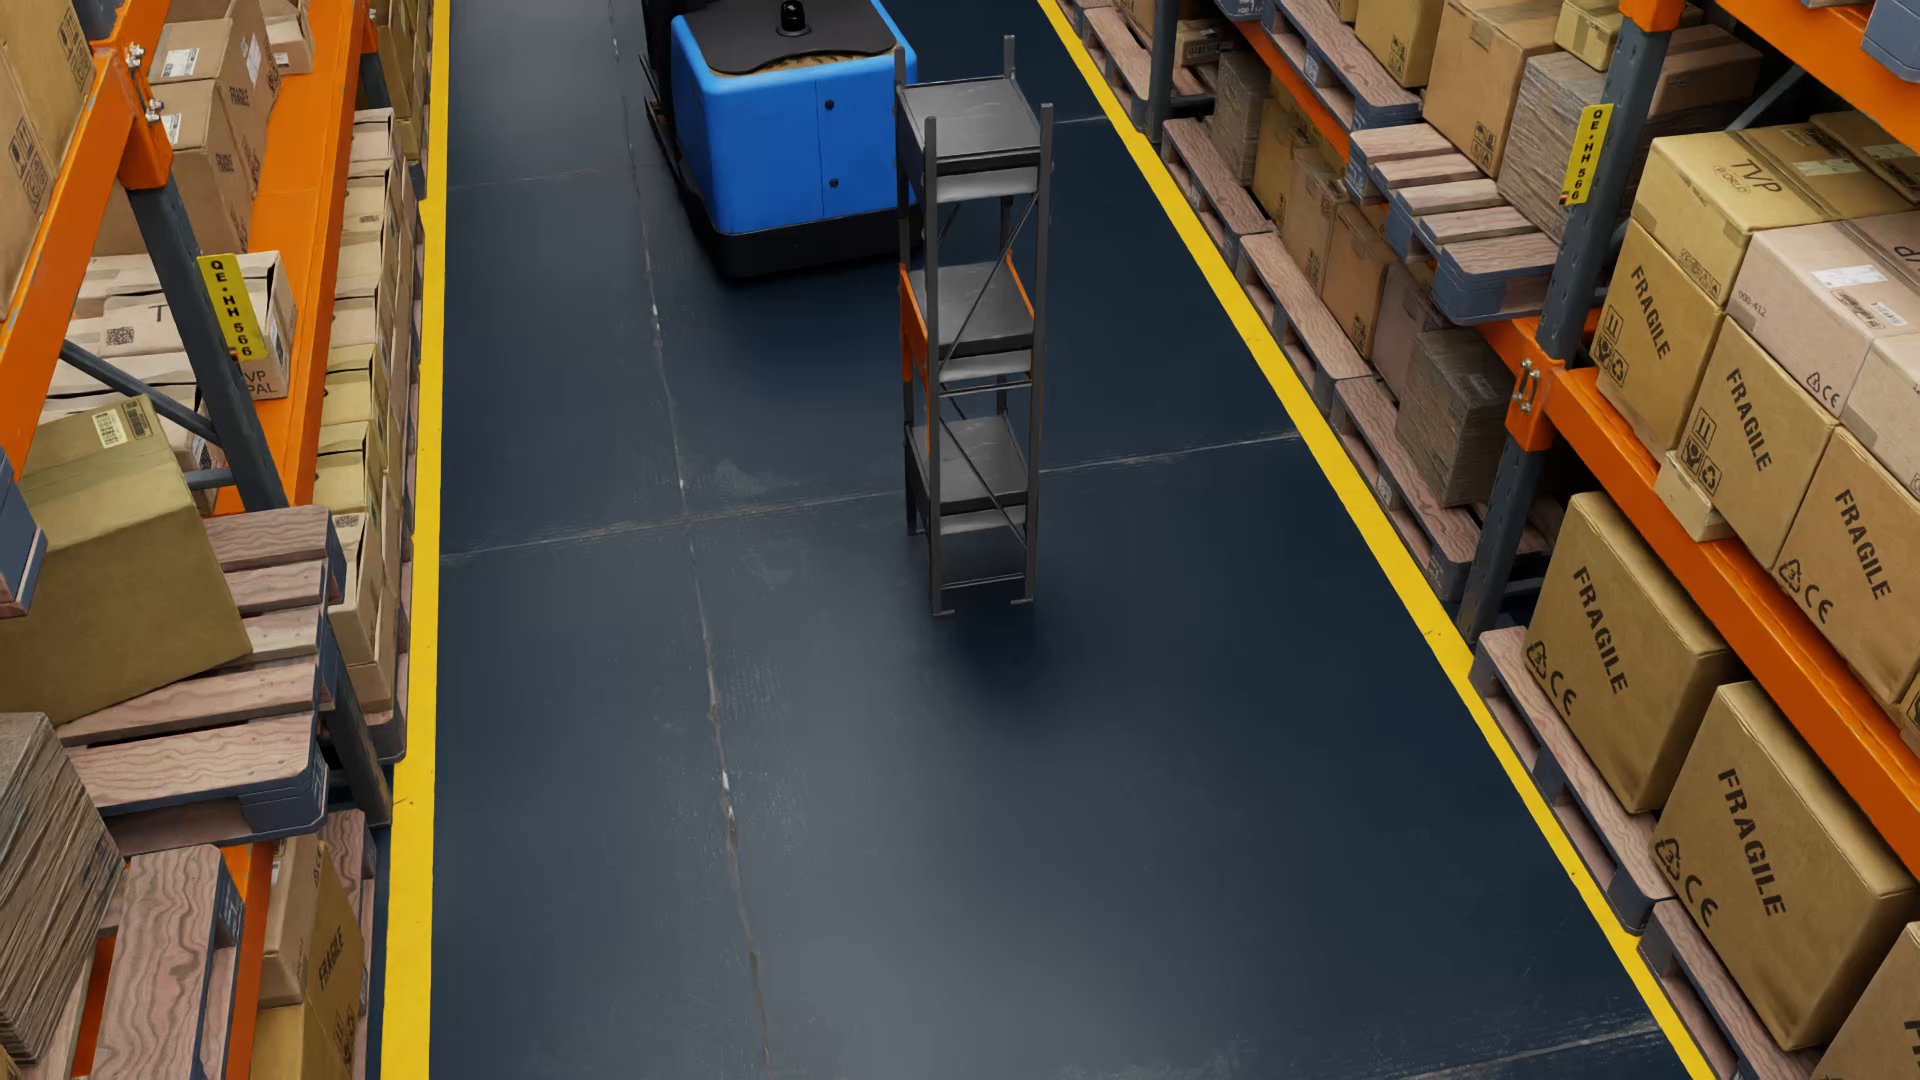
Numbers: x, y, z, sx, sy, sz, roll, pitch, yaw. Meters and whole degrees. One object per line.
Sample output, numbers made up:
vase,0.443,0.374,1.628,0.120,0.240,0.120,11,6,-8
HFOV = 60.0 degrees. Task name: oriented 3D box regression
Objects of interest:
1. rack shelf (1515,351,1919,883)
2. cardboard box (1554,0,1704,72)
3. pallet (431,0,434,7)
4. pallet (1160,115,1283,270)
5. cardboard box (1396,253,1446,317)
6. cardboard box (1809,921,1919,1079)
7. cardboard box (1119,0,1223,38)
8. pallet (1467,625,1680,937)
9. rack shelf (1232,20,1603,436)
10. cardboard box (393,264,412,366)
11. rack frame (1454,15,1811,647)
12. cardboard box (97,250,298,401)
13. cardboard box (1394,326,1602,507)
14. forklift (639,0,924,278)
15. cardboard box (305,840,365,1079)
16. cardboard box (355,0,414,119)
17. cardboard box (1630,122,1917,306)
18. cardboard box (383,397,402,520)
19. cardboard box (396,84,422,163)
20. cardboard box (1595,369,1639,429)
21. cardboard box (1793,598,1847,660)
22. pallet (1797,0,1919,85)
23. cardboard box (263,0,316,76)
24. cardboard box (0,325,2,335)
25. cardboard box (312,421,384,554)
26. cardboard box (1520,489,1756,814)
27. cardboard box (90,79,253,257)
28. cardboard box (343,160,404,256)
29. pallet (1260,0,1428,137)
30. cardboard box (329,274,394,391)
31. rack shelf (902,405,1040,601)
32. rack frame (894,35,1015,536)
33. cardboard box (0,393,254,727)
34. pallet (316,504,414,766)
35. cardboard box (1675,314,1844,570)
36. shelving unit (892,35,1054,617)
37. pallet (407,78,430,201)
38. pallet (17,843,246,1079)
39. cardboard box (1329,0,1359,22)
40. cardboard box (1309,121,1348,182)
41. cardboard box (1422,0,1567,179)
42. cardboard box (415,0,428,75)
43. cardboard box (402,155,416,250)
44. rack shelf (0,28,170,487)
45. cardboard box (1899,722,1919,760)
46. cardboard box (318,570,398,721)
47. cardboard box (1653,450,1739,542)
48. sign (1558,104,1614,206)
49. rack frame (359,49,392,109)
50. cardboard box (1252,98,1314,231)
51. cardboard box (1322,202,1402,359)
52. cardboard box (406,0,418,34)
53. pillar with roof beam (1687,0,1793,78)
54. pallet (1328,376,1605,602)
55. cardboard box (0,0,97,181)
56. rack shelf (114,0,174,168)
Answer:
rack shelf,2.833,0.735,4.205,1.077,0.370,4.000,-8,42,-9
cardboard box,2.213,-1.701,5.511,0.380,0.149,0.250,-15,44,-16
pallet,-3.956,-3.772,10.840,1.003,0.211,1.213,-8,42,-9
pallet,1.707,-1.876,8.705,1.003,0.211,1.213,-8,42,-9
cardboard box,2.133,-1.178,6.805,0.500,0.250,0.500,-8,42,-8
cardboard box,2.802,1.431,4.182,0.750,0.750,0.750,-7,42,-8
cardboard box,1.274,-3.320,9.782,0.500,0.500,0.500,-11,43,-12
pallet,2.497,0.734,5.764,1.003,0.211,1.213,-8,42,-9
rack shelf,1.969,-1.858,7.125,1.077,0.370,4.000,-8,42,-9
cardboard box,-2.708,-0.953,7.319,0.500,0.250,0.500,-7,42,-8
rack frame,2.401,-0.831,5.426,1.000,3.000,0.127,-8,42,-9
cardboard box,-2.439,-0.693,5.338,0.500,0.311,0.500,-9,42,-10
cardboard box,2.195,-0.520,6.627,0.700,0.500,0.500,-8,42,-9
forklift,-1.128,-3.359,8.326,1.130,2.935,3.031,-12,43,-14
cardboard box,-2.004,1.225,4.663,0.500,0.500,0.500,-7,42,-8
cardboard box,-3.093,-2.466,8.458,0.500,0.500,0.500,-8,42,-9
cardboard box,2.253,-0.917,4.645,0.500,0.250,0.500,-7,42,-8
cardboard box,-2.489,-0.291,6.573,0.500,0.250,0.500,-9,42,-10
cardboard box,-3.103,-2.184,8.706,0.500,0.250,0.500,-8,42,-9
cardboard box,2.246,-0.498,5.225,0.380,0.149,0.250,-9,42,-10
cardboard box,2.506,0.164,4.480,0.380,0.149,0.250,-7,42,-8
pallet,2.592,-1.472,4.032,1.213,0.211,1.003,-7,42,-7
cardboard box,-2.929,-2.117,6.977,0.396,0.266,0.258,-9,42,-10
cardboard box,-2.086,-0.332,2.530,0.910,0.500,0.500,-8,42,-9
cardboard box,-2.383,-0.178,6.023,0.500,0.311,0.500,-9,42,-10
cardboard box,2.432,0.312,5.442,0.750,0.750,0.750,-9,42,-10
cardboard box,-2.813,-1.241,5.813,0.500,0.500,0.500,-10,43,-12
cardboard box,-2.813,-1.492,7.504,0.500,0.311,0.500,-7,42,-8
pallet,1.934,-2.036,6.929,1.003,0.211,1.213,-8,42,-9
cardboard box,-2.603,-0.842,6.771,0.500,0.311,0.500,-9,42,-10
rack shelf,0.036,-0.144,6.406,0.431,0.518,0.480,-8,42,-9
rack frame,-0.017,-0.836,6.110,0.400,2.100,0.015,-8,42,-9
cardboard box,-2.189,0.079,4.010,0.700,0.500,0.500,-22,46,-23
pallet,-2.575,0.385,6.157,1.003,0.211,1.213,-8,42,-9
cardboard box,2.360,-0.294,4.508,0.500,0.500,0.500,-7,42,-8
shelving unit,0.036,-0.678,5.932,0.431,2.100,0.503,-8,42,-9
pallet,-3.429,-2.190,9.058,1.003,0.211,1.213,-8,42,-9
pallet,-2.011,1.213,3.268,1.003,0.211,1.213,-8,42,-9
cardboard box,1.900,-2.505,6.906,0.700,0.500,0.500,-3,42,-3
cardboard box,1.927,-1.837,7.547,0.500,0.250,0.500,-9,42,-11
cardboard box,2.143,-1.694,5.992,0.700,0.500,0.500,-12,43,-13
cardboard box,-3.308,-2.834,9.438,0.500,0.250,0.500,-8,42,-9
cardboard box,-2.926,-1.613,8.062,0.500,0.250,0.500,-9,42,-10
rack shelf,-2.004,0.325,2.406,1.077,0.370,4.000,-8,42,-9
cardboard box,2.587,0.495,4.107,0.380,0.149,0.250,-8,42,-9
cardboard box,-2.261,0.371,5.827,0.500,0.250,0.500,-8,42,-9
cardboard box,2.266,-0.149,4.832,0.380,0.149,0.250,-7,42,-8
sign,1.873,-1.150,4.974,0.100,0.325,0.005,-8,42,-9
rack frame,-3.299,-2.711,7.545,1.000,3.000,0.127,-8,42,-9
cardboard box,1.873,-1.851,8.127,0.700,0.500,0.500,-9,42,-10
cardboard box,2.062,-1.188,7.381,0.700,0.500,0.500,-9,42,-10
cardboard box,-3.309,-3.114,9.189,0.500,0.500,0.500,-8,42,-9
pillar with roof beam,-1.239,-3.424,3.829,9.100,9.000,0.400,-8,42,-9
pallet,2.234,-0.295,6.923,1.003,0.211,1.213,-8,42,-9
cardboard box,-2.308,-1.000,3.282,0.910,0.500,0.500,-8,42,-9
rack shelf,-2.867,-2.268,5.327,1.077,0.370,4.000,-8,42,-9
